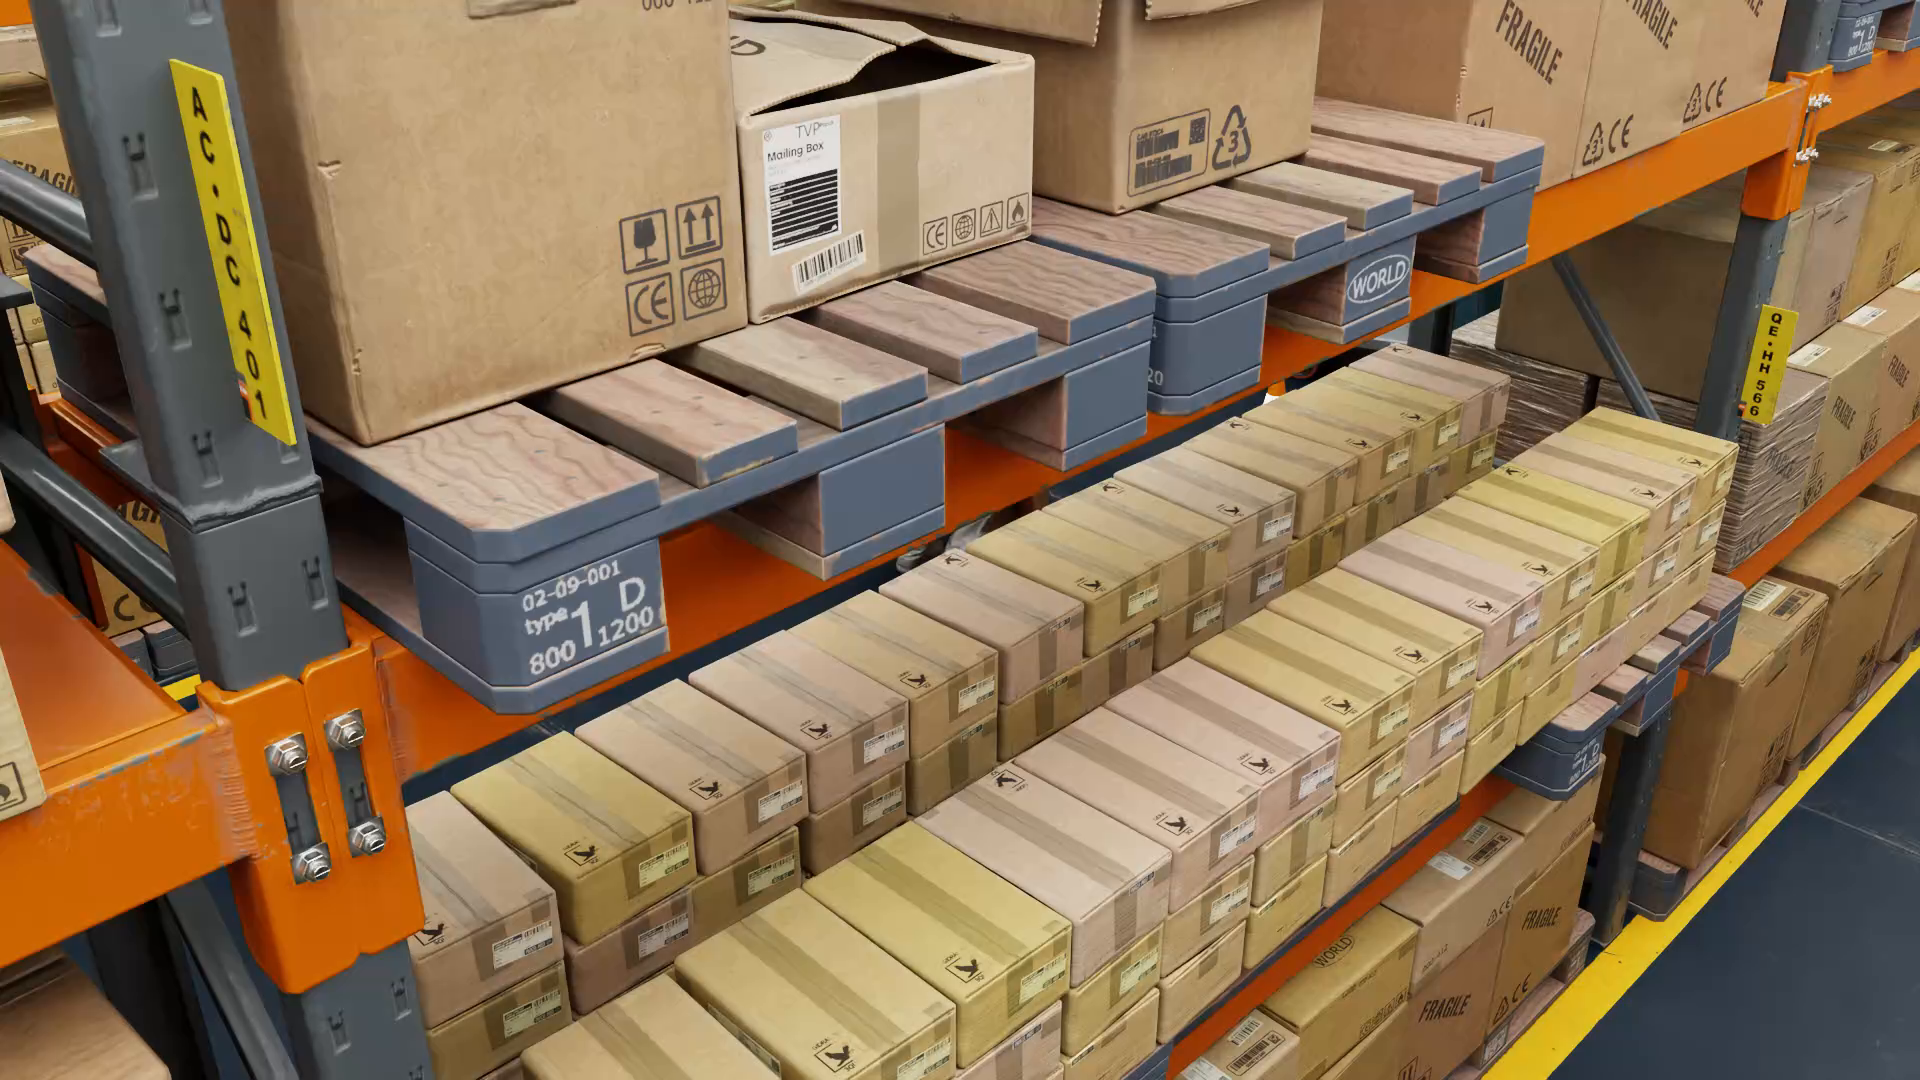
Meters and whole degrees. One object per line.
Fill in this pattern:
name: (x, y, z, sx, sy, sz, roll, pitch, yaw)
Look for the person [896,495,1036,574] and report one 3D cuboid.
person: (0.024, -0.327, 7.630, 0.525, 0.945, 0.982, 22, 35, 36)
